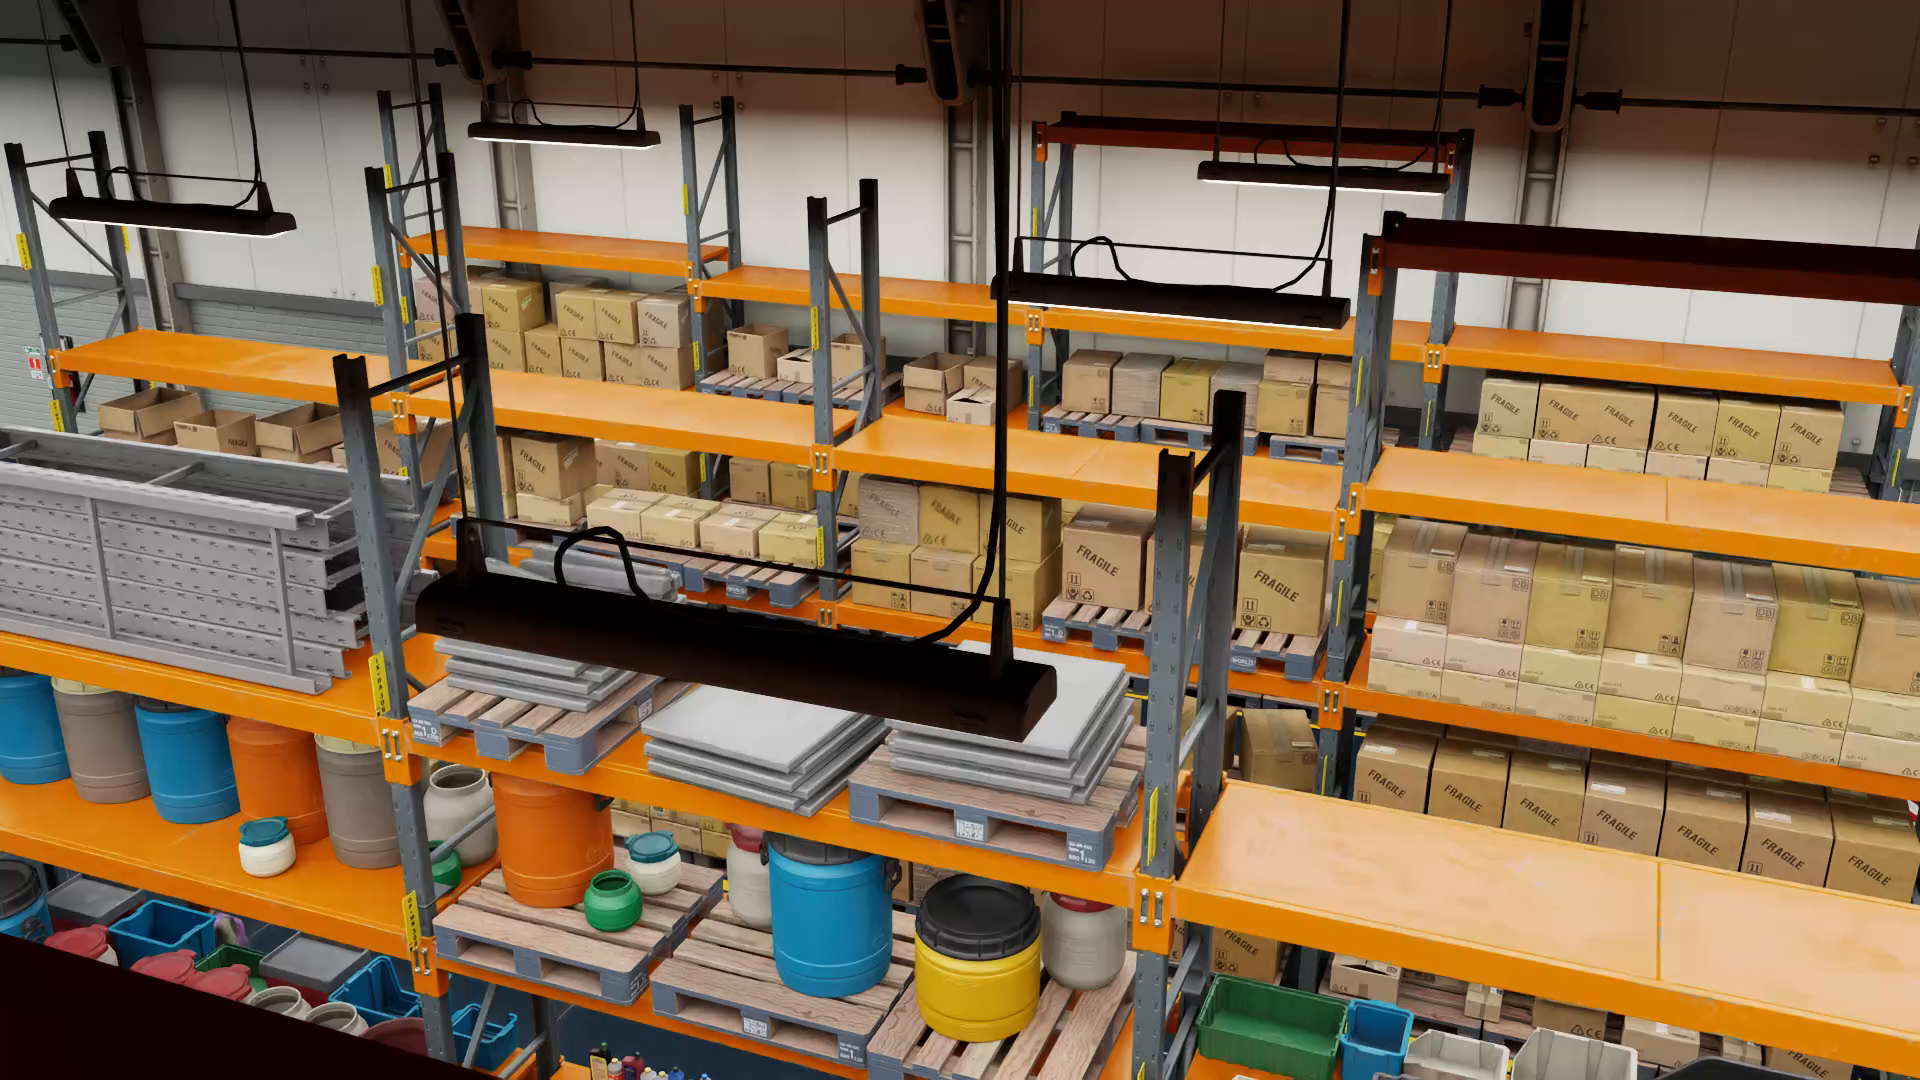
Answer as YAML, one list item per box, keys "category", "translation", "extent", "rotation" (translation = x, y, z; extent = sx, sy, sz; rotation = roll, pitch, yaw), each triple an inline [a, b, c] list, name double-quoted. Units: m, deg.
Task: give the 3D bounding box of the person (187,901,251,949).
- category: "person"
  translation: [-5.255, 2.838, 11.847]
  extent: [0.442, 0.939, 0.321]
  rotation: [7, 22, 19]
